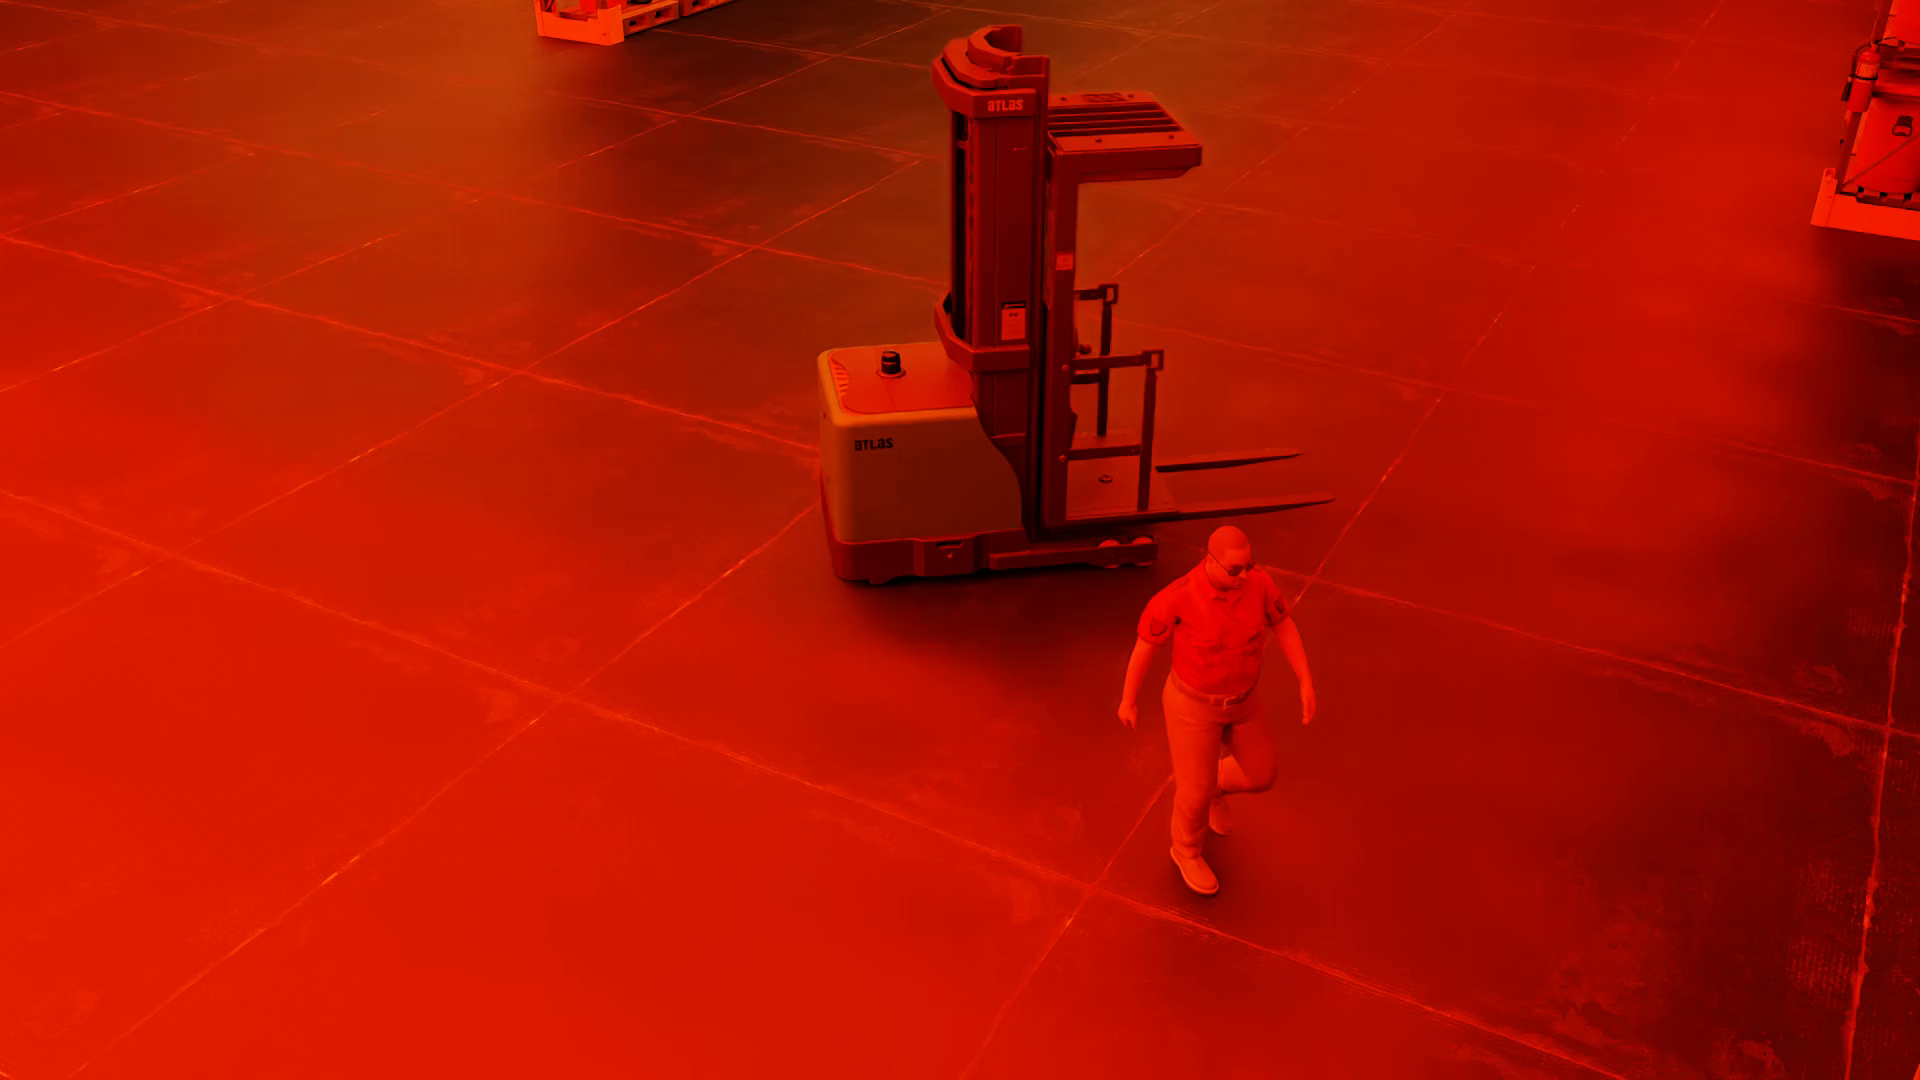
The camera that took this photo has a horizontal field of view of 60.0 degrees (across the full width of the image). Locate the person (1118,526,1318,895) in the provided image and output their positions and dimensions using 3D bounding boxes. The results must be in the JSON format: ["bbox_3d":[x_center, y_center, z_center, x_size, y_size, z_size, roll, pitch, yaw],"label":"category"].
[{"bbox_3d":[1.084,0.685,7.112,0.760,1.709,0.533,-12,32,-20],"label":"person"}]

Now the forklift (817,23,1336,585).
[{"bbox_3d":[0.709,-1.356,9.421,3.031,2.935,1.130,-5,30,-8],"label":"forklift"}]
